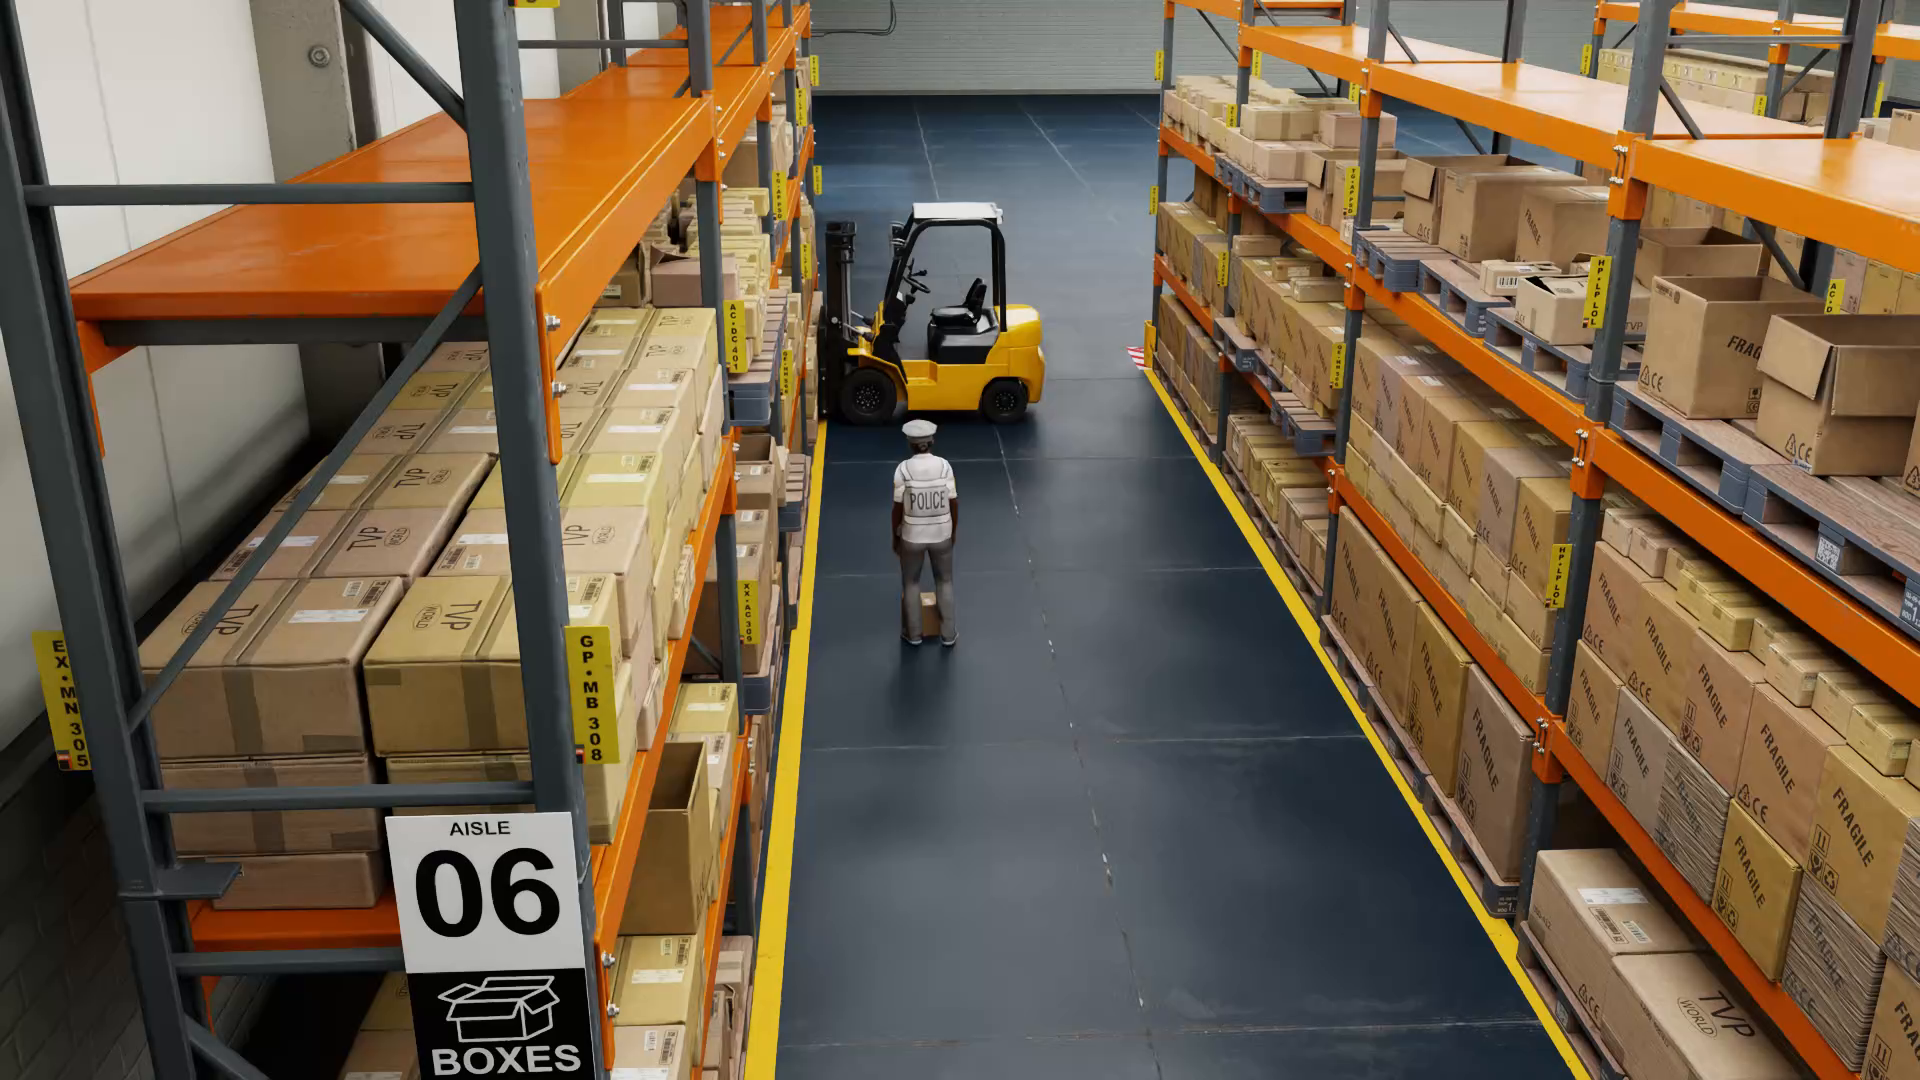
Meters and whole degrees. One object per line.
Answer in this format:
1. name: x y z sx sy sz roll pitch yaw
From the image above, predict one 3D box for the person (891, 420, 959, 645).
1. person: -0.248 -0.029 11.975 0.506 1.659 0.425 -4 21 -10
